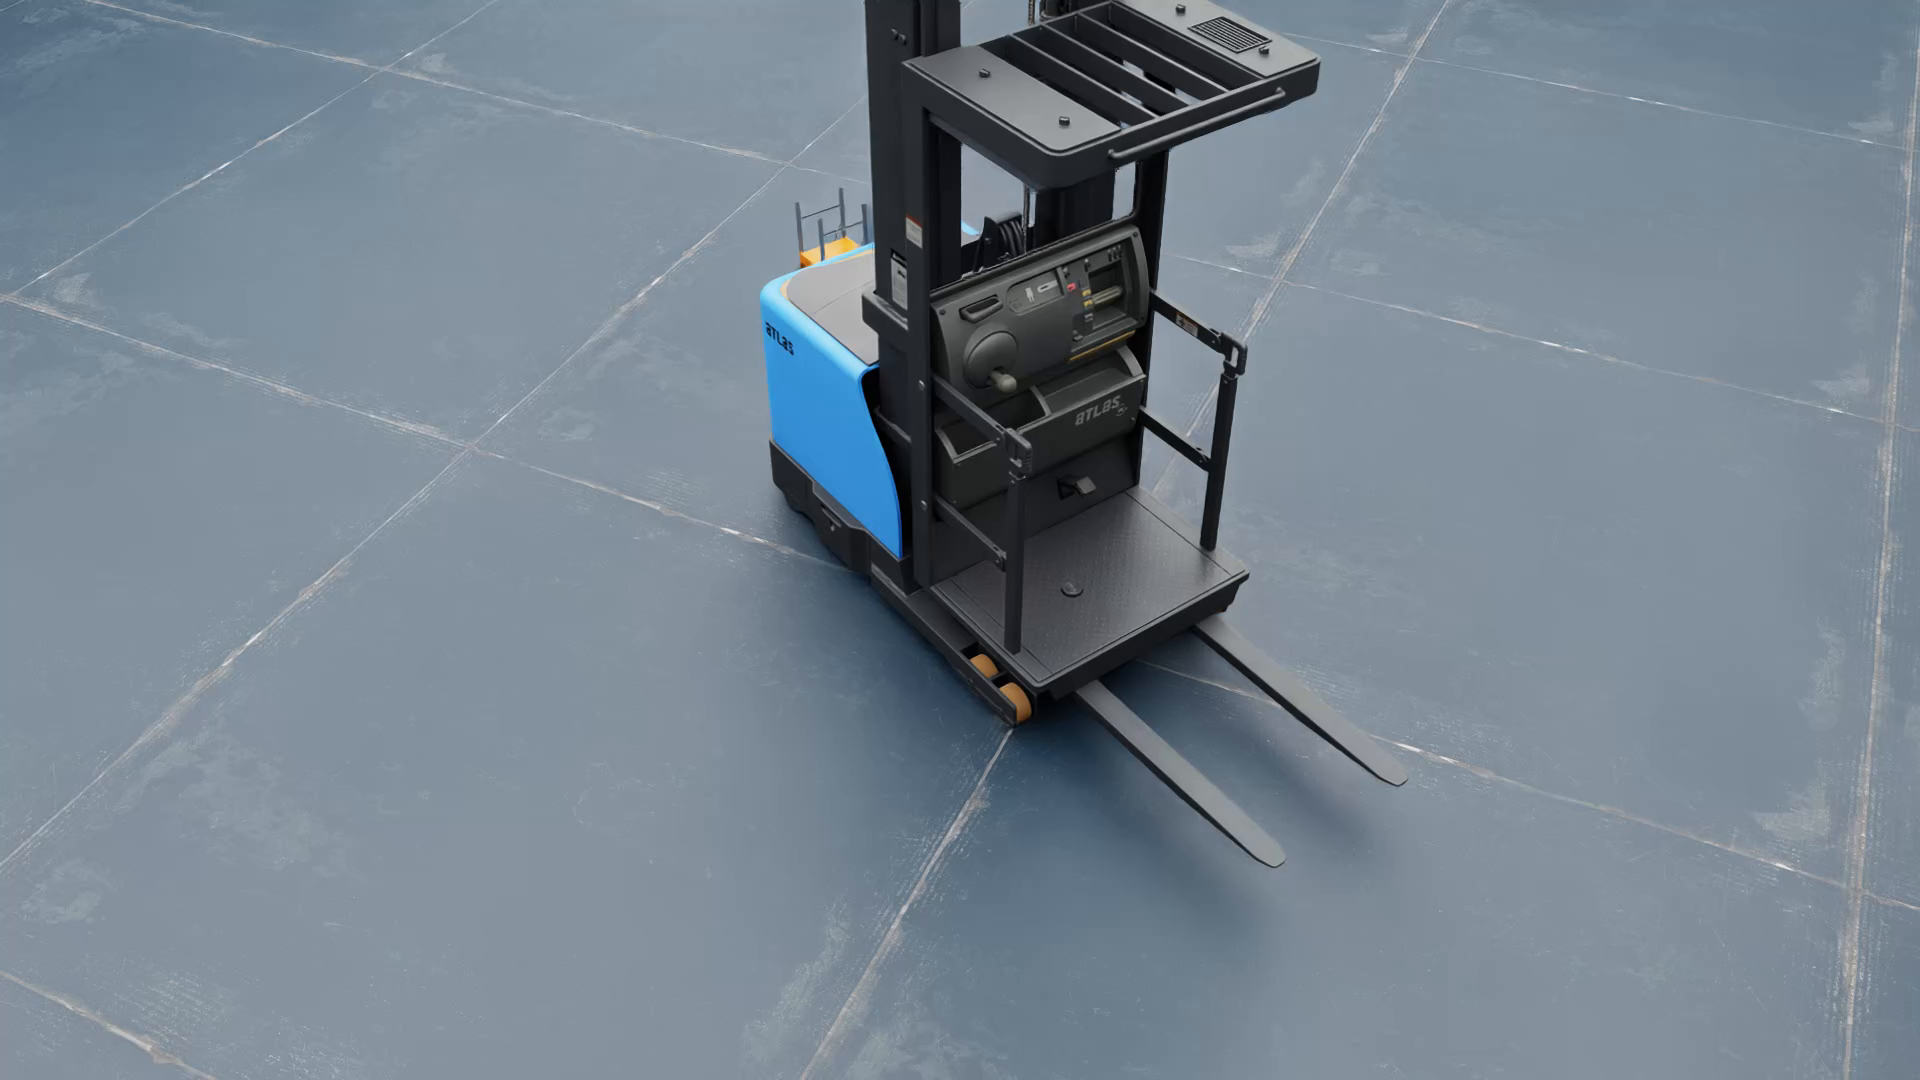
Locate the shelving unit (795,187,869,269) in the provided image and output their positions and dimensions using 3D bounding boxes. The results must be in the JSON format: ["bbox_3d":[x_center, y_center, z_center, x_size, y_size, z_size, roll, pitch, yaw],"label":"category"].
[{"bbox_3d":[-0.538,-0.967,7.445,0.258,1.200,0.189,-25,45,-26],"label":"shelving unit"}]

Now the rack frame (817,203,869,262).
[{"bbox_3d":[-0.485,-0.921,7.387,0.240,1.200,0.006,-25,45,-26],"label":"rack frame"}]

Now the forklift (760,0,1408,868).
[{"bbox_3d":[0.436,-0.756,5.885,1.130,2.935,3.031,-26,47,-27],"label":"forklift"}]

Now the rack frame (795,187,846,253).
[{"bbox_3d":[-0.591,-1.014,7.504,0.240,1.200,0.006,-25,45,-26],"label":"rack frame"}]

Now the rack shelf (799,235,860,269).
[{"bbox_3d":[-0.545,-1.212,7.246,0.258,0.103,0.180,-25,45,-26],"label":"rack shelf"}]
